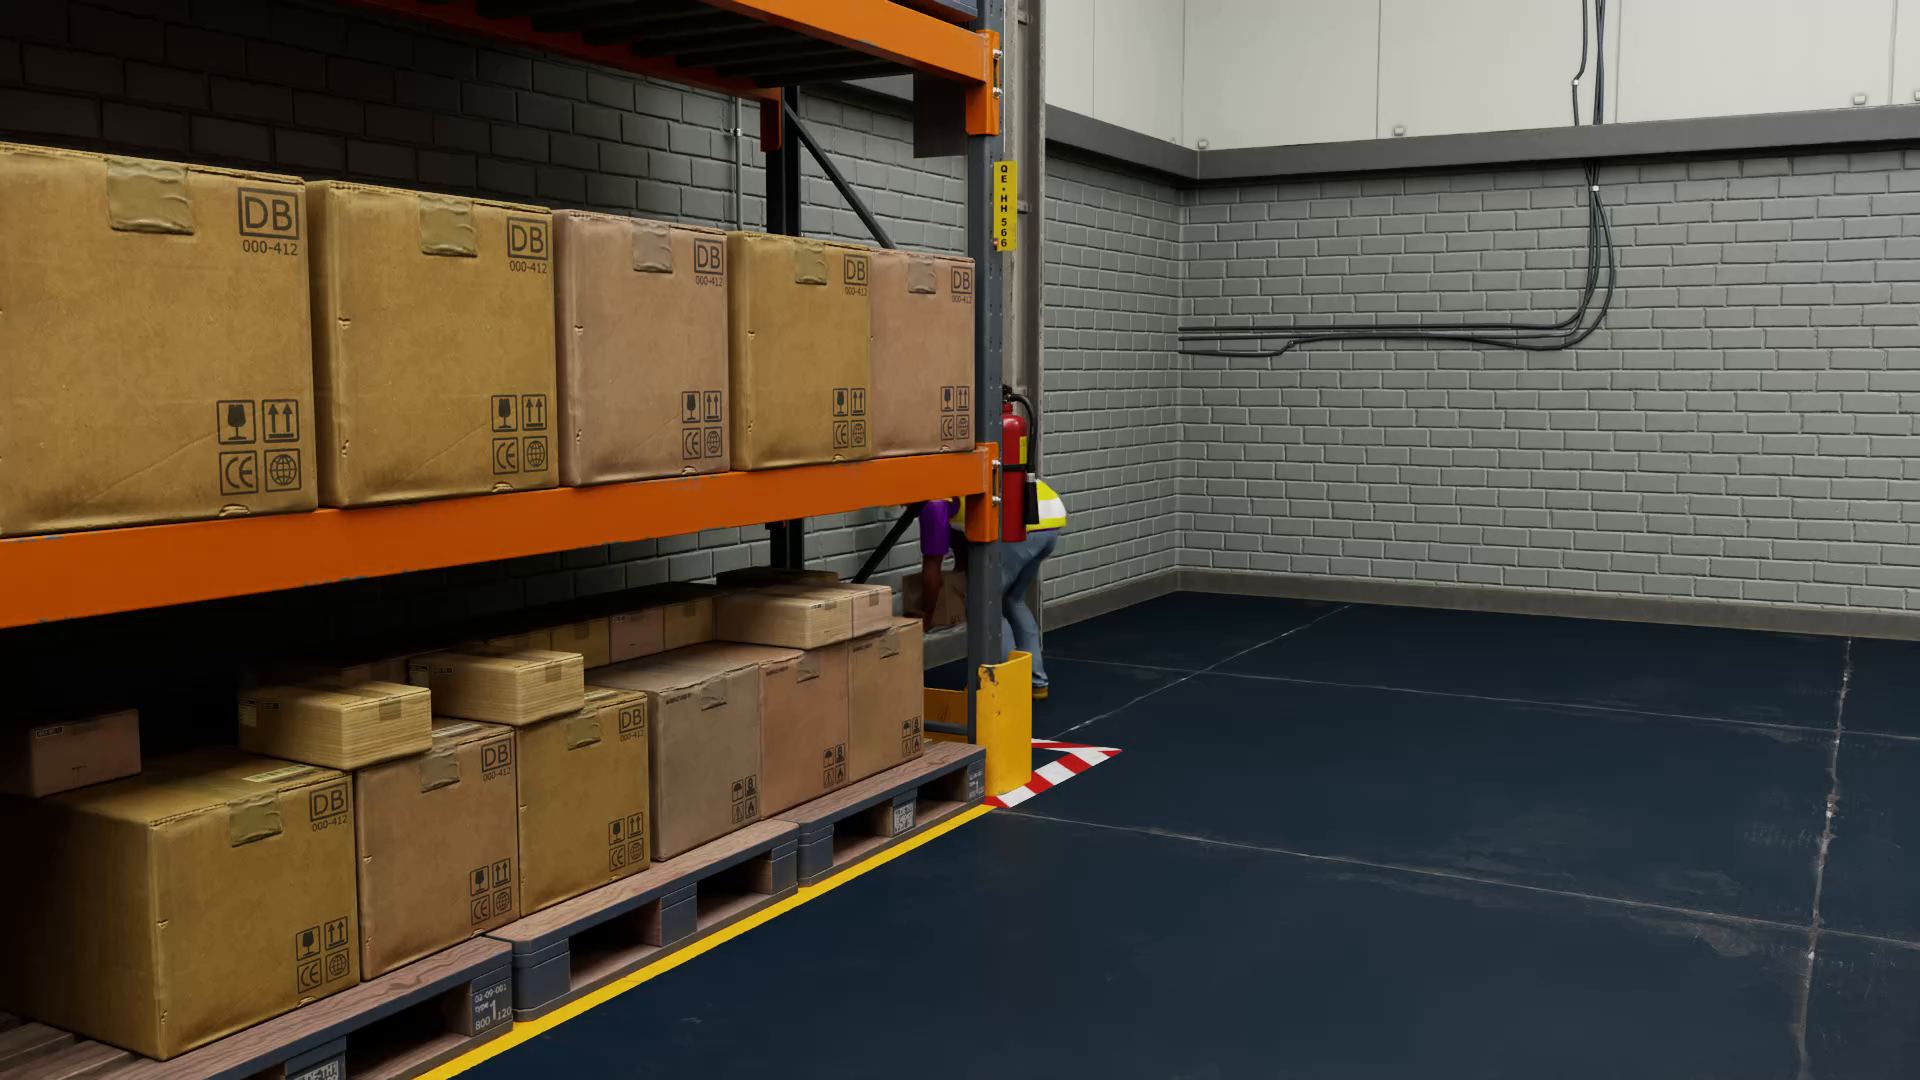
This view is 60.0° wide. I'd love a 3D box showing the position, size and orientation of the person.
[{"bbox_3d":[0.028,0.176,8.088,0.967,1.193,0.475,3,7,27],"label":"person"}]
